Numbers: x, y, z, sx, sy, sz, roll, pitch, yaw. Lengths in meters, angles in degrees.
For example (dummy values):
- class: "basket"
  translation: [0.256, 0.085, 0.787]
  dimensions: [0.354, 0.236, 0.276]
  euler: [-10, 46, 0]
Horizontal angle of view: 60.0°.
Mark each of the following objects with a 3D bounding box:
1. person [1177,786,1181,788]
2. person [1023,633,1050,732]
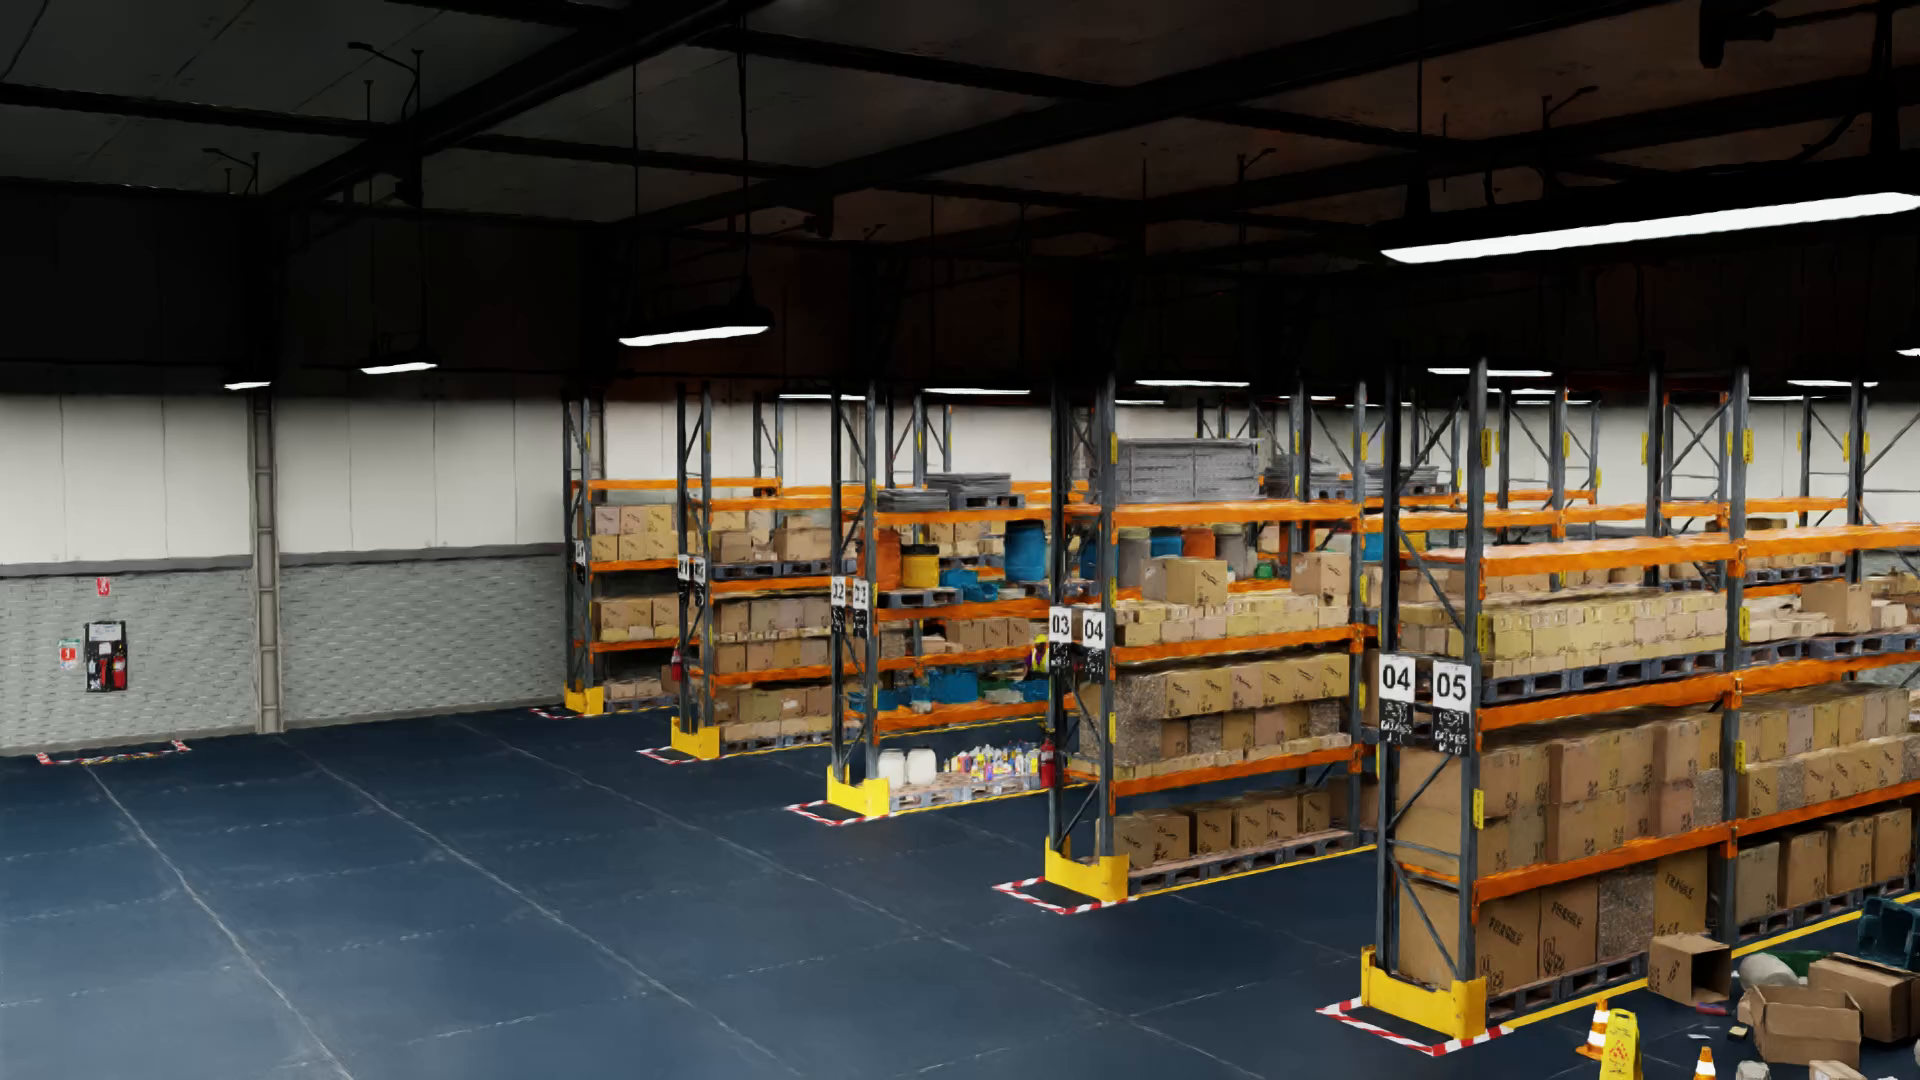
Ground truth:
- class: "person"
  translation: [2.825, 2.820, 23.876]
  dimensions: [1.110, 1.591, 0.445]
  euler: [-3, 5, -37]
- class: "person"
  translation: [1.484, 2.456, 28.879]
  dimensions: [0.710, 1.703, 0.836]
  euler: [3, 5, 39]
